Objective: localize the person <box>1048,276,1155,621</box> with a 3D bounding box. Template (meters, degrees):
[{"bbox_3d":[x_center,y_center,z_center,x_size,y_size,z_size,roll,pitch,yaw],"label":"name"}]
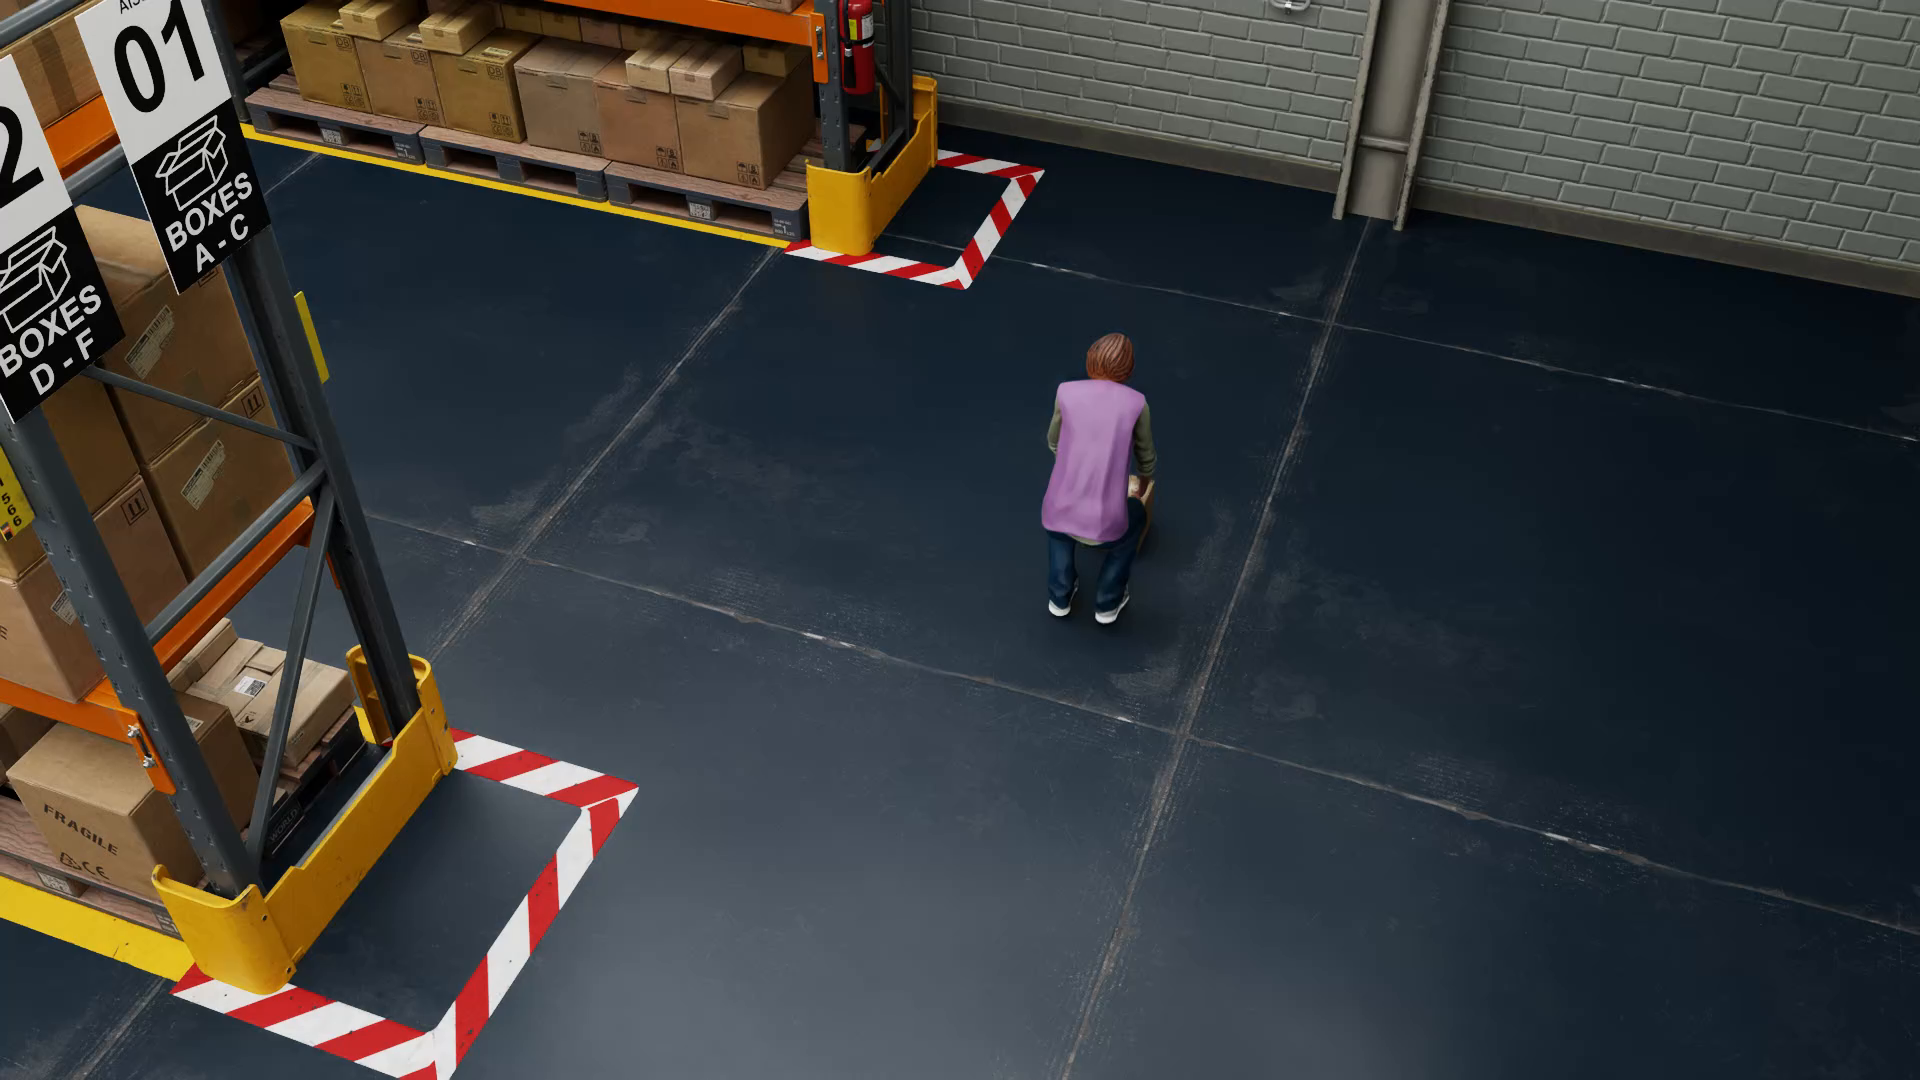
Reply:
[{"bbox_3d":[0.554,-0.354,6.572,0.374,1.586,0.513,13,44,14],"label":"person"}]
